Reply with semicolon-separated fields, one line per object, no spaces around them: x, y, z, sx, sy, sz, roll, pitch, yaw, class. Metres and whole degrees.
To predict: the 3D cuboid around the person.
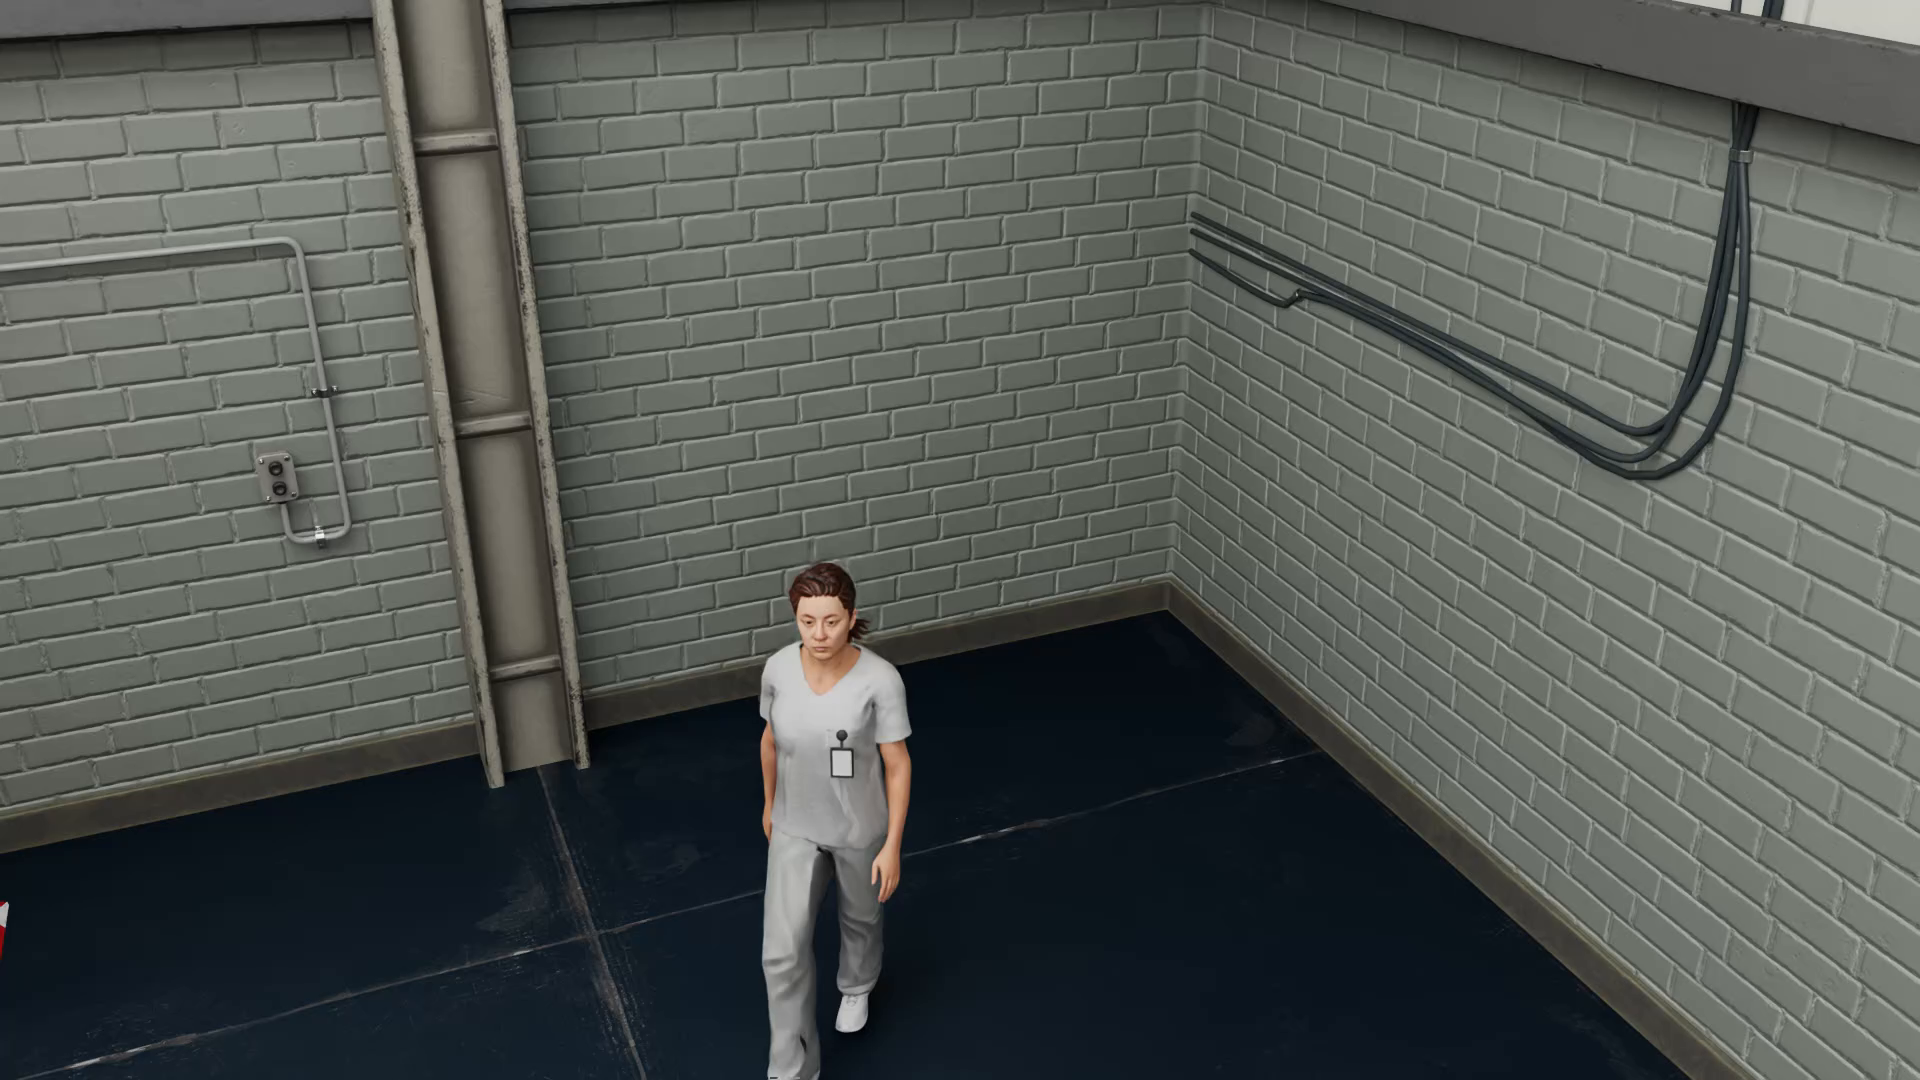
-0.377;0.886;4.820;0.478;1.698;0.749;4;26;7;person
